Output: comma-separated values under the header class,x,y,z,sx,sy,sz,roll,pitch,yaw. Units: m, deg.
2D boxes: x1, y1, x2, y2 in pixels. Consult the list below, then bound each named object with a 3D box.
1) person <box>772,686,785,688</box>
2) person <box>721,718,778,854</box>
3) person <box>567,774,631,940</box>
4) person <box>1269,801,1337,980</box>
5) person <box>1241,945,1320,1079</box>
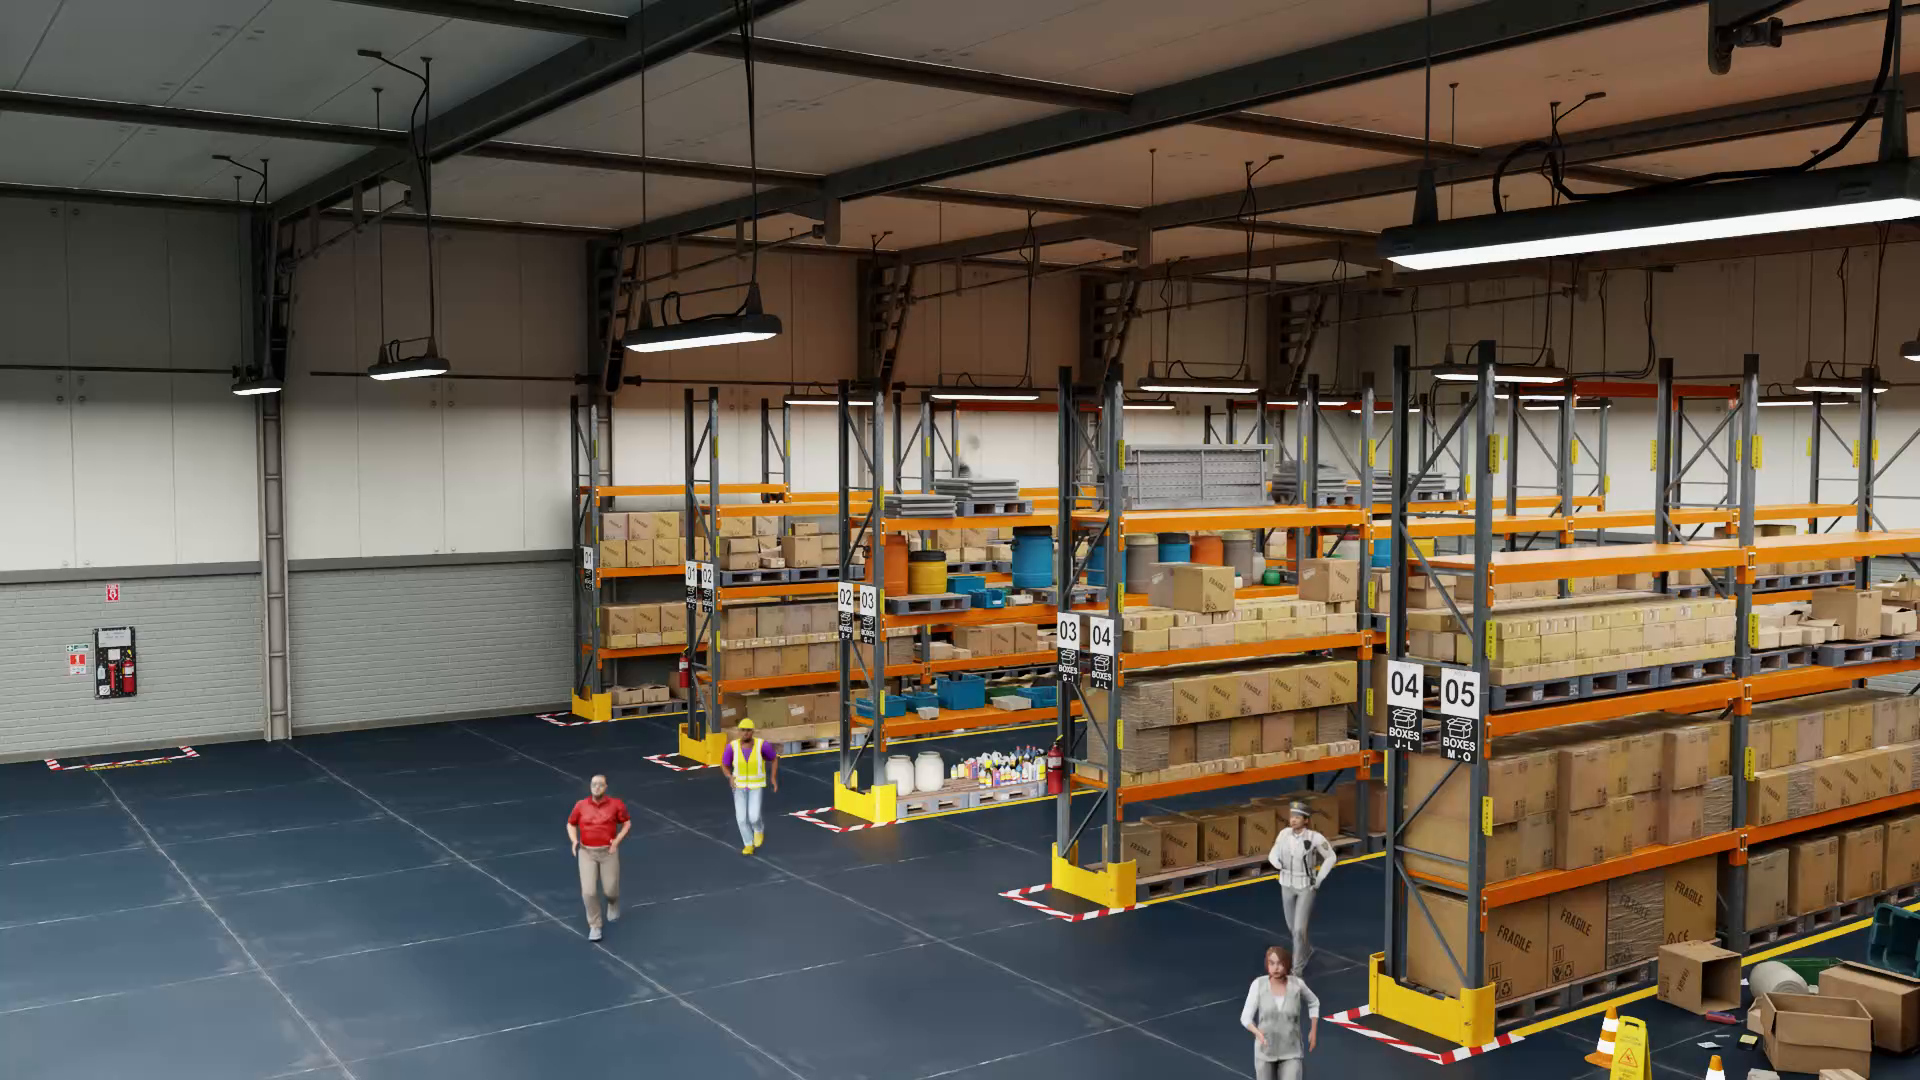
class,x,y,z,sx,sy,sz,roll,pitch,yaw
person,-3.186,2.506,29.521,0.915,1.750,0.667,-2,4,-34
person,-2.617,3.063,20.603,0.688,1.711,0.631,0,3,0
person,-3.771,3.278,17.354,0.664,1.674,0.633,0,3,-6
person,3.235,3.359,15.907,0.614,1.747,0.771,3,5,41
person,2.270,3.663,11.791,0.553,1.594,0.884,1,4,11
